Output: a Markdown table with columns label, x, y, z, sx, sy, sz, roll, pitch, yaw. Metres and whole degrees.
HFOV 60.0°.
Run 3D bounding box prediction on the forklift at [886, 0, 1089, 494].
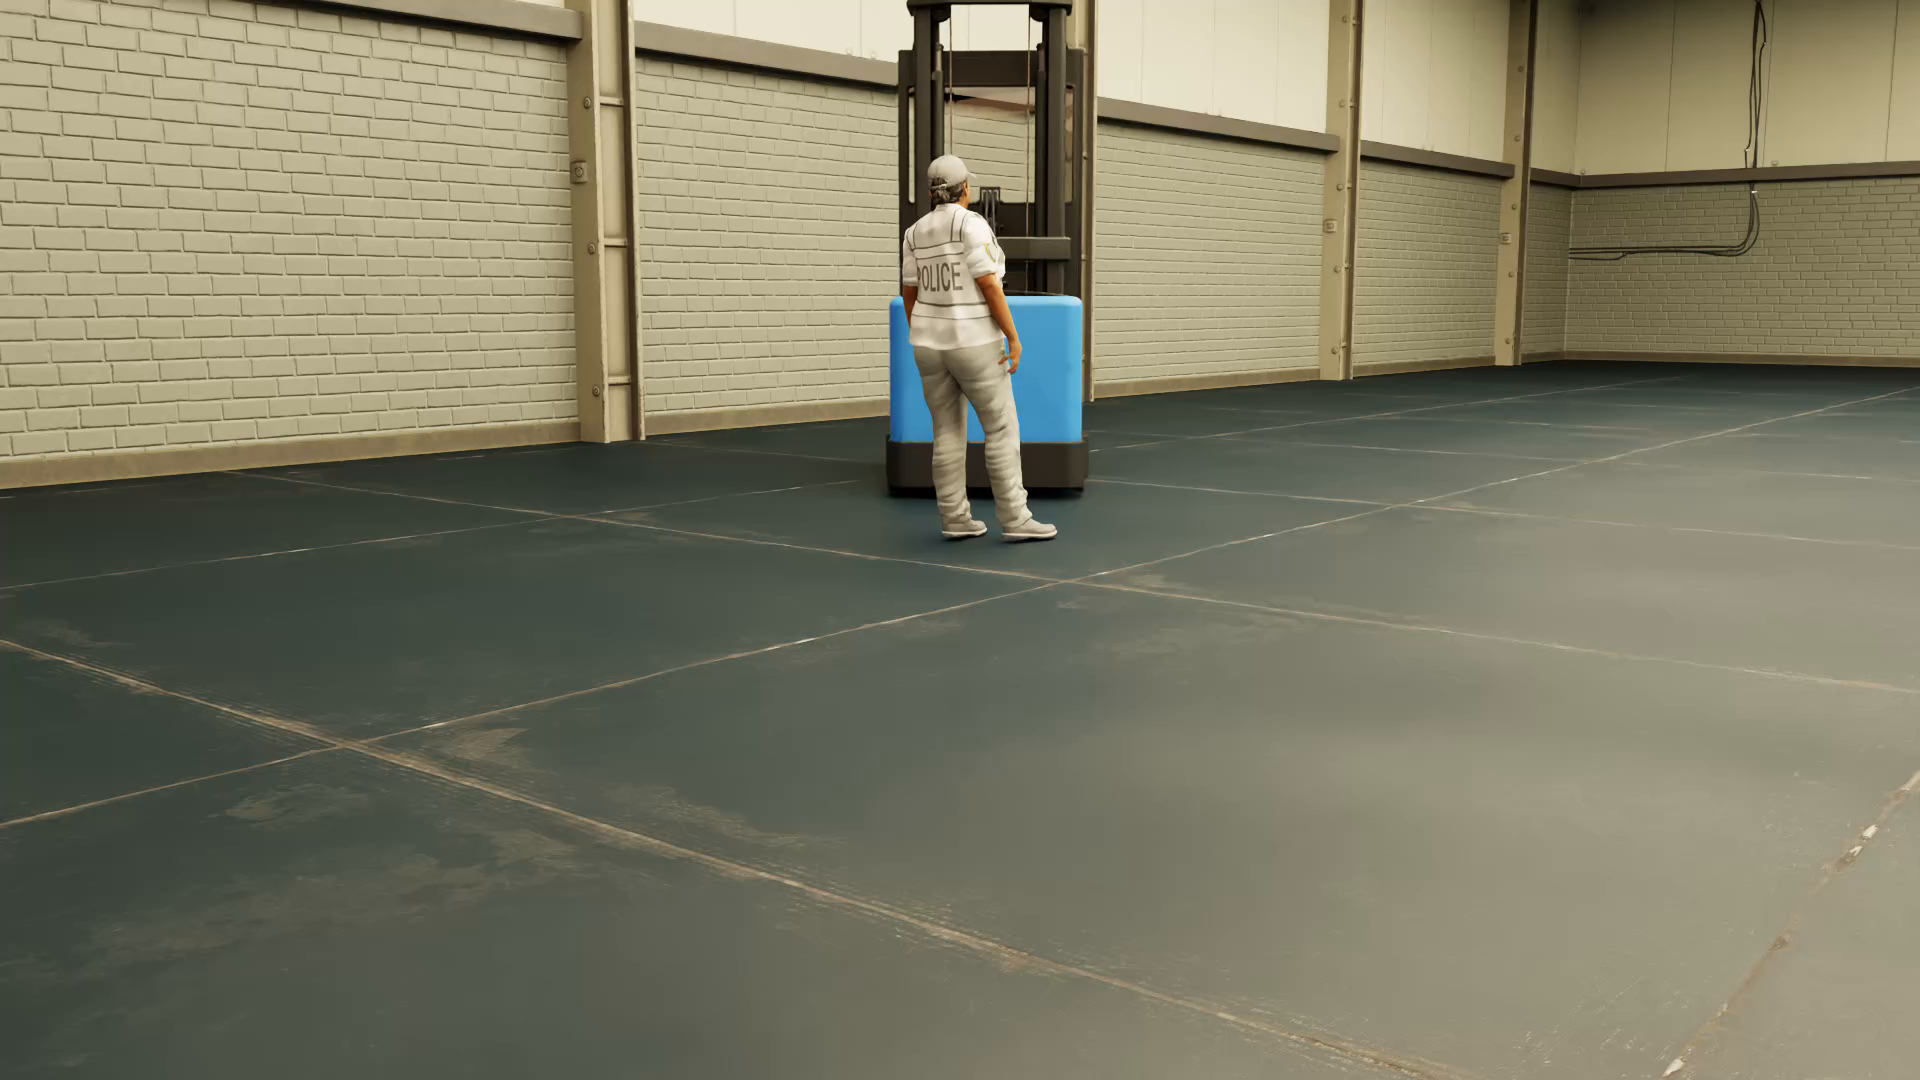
| label | x | y | z | sx | sy | sz | roll | pitch | yaw |
| --- | --- | --- | --- | --- | --- | --- | --- | --- | --- |
| forklift | 0.191 | -1.876 | 10.101 | 1.130 | 2.935 | 3.031 | 0 | 8 | 2 |

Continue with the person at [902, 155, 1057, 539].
| label | x | y | z | sx | sy | sz | roll | pitch | yaw |
| --- | --- | --- | --- | --- | --- | --- | --- | --- | --- |
| person | 0.066 | -0.839 | 7.328 | 0.599 | 1.670 | 0.529 | 7 | 11 | 38 |
